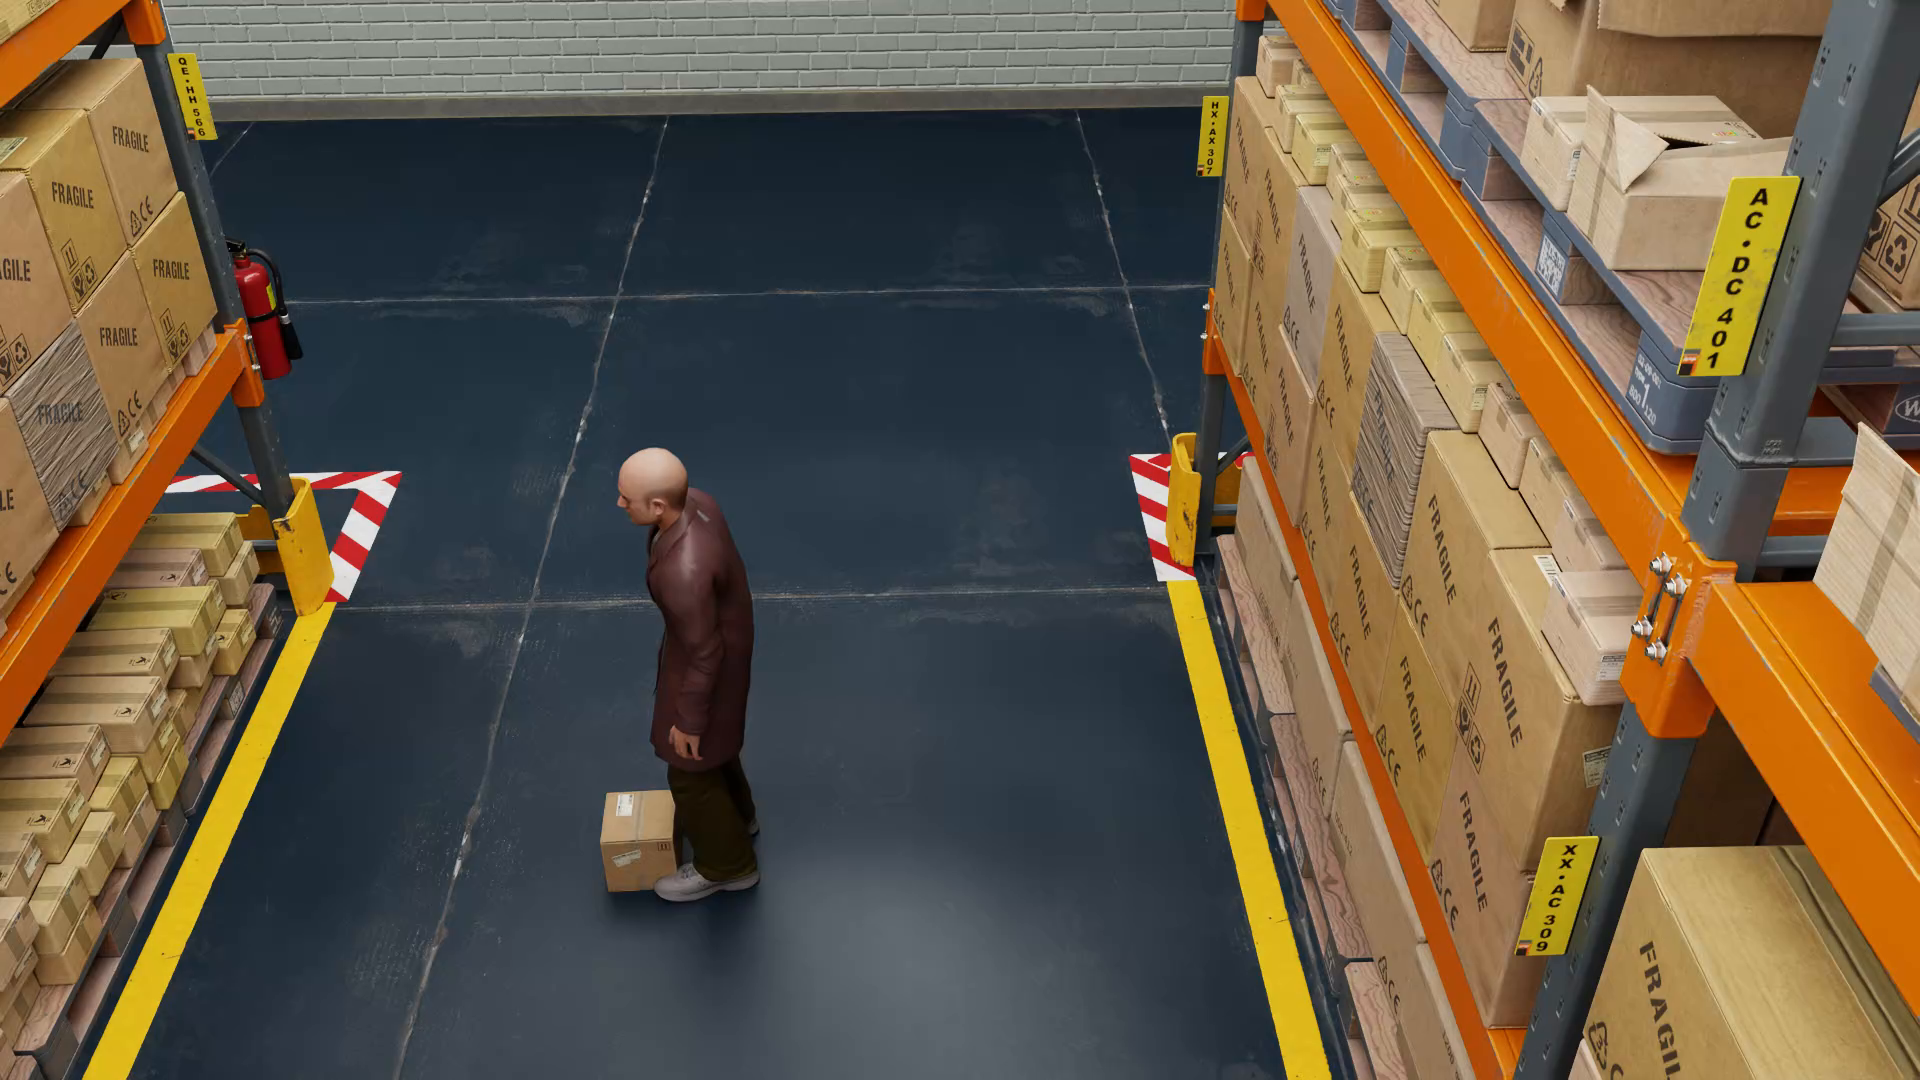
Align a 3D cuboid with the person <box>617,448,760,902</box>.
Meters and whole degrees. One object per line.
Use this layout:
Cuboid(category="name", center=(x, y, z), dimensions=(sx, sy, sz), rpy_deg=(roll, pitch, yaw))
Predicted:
Cuboid(category="person", center=(-0.883, 0.448, 5.514), dimensions=(0.428, 1.773, 0.650), rpy_deg=(-4, 35, -5))
